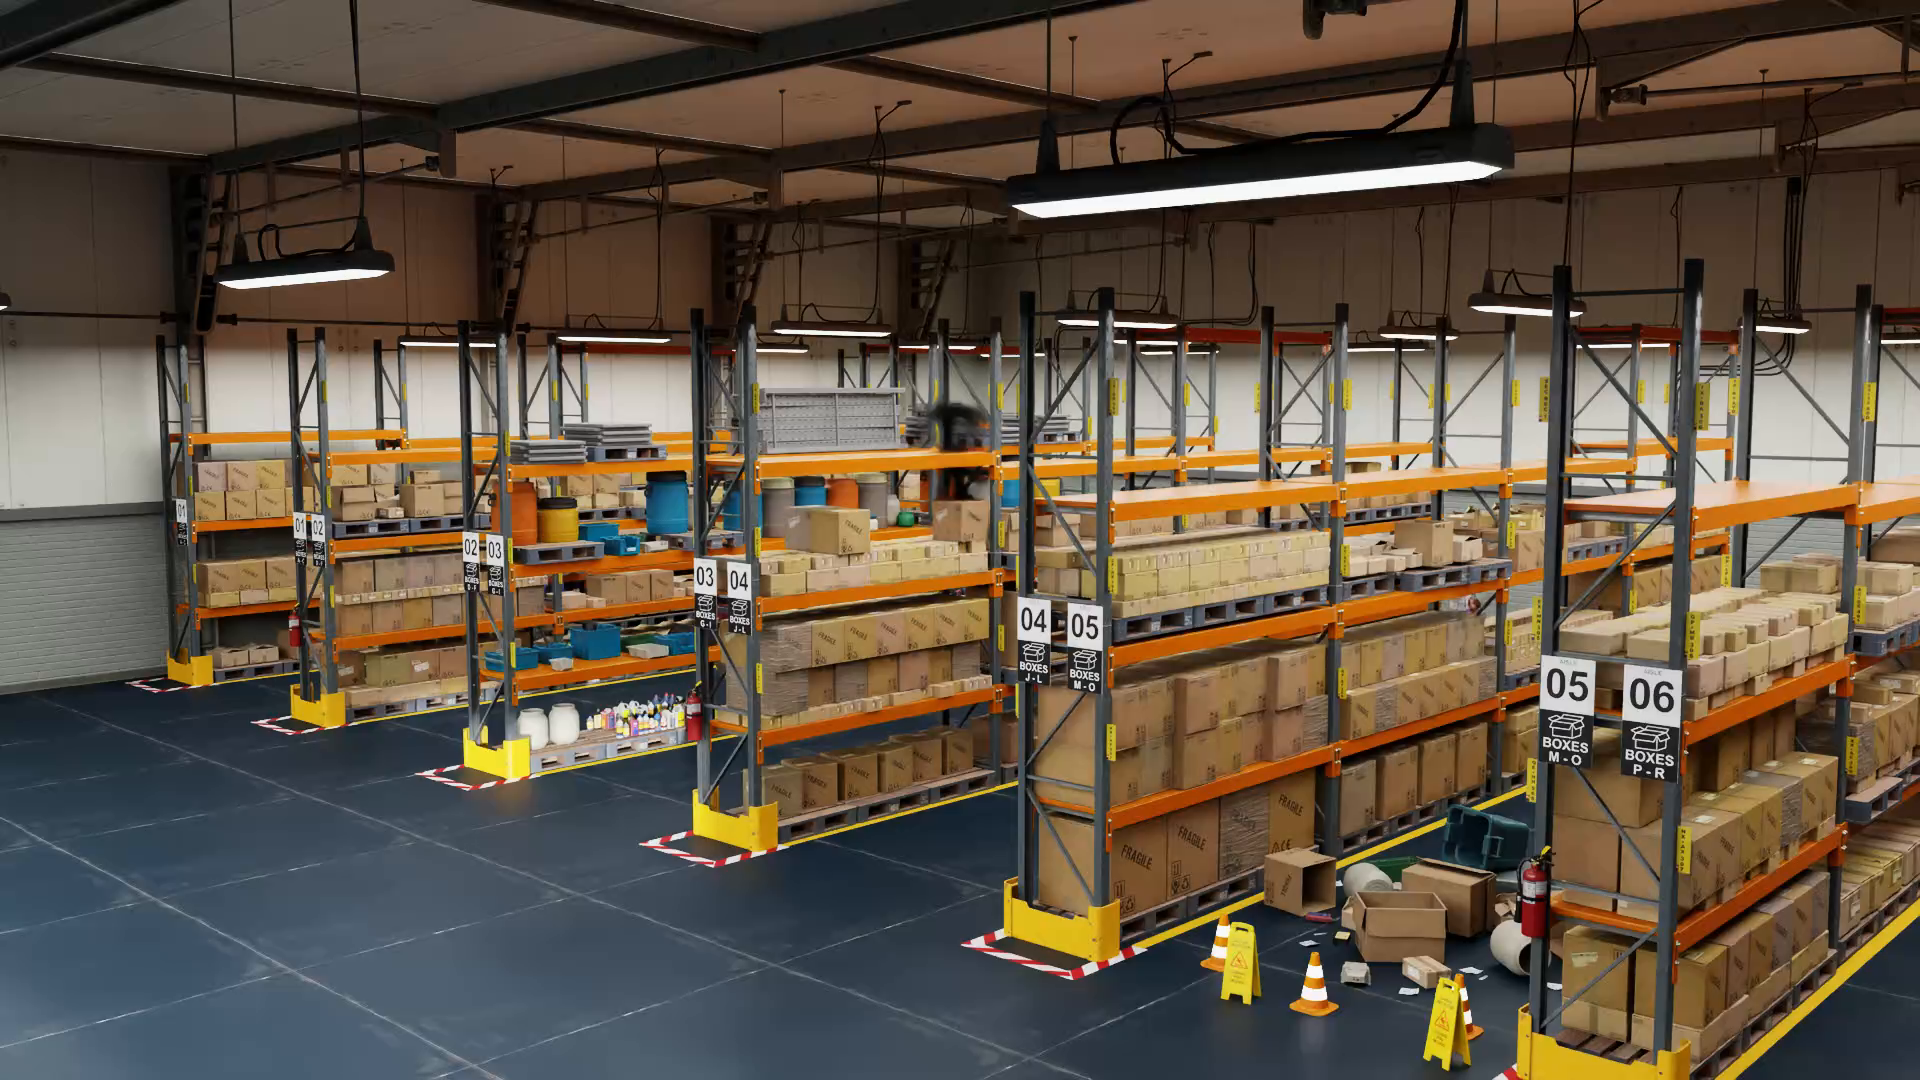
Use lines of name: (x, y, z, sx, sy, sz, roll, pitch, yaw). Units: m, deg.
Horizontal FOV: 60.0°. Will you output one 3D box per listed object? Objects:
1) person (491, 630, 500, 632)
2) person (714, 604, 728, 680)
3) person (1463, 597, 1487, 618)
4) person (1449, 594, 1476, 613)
person: (-8.529, 1.455, 30.805, 0.568, 1.699, 0.898, 4, 7, 37)
person: (-4.182, 1.659, 28.813, 0.669, 1.615, 0.803, 2, 6, 19)
person: (8.742, 1.738, 28.323, 0.561, 1.567, 0.526, 3, 6, 33)
person: (9.470, 1.327, 31.470, 0.646, 1.839, 0.887, 0, 5, -5)
